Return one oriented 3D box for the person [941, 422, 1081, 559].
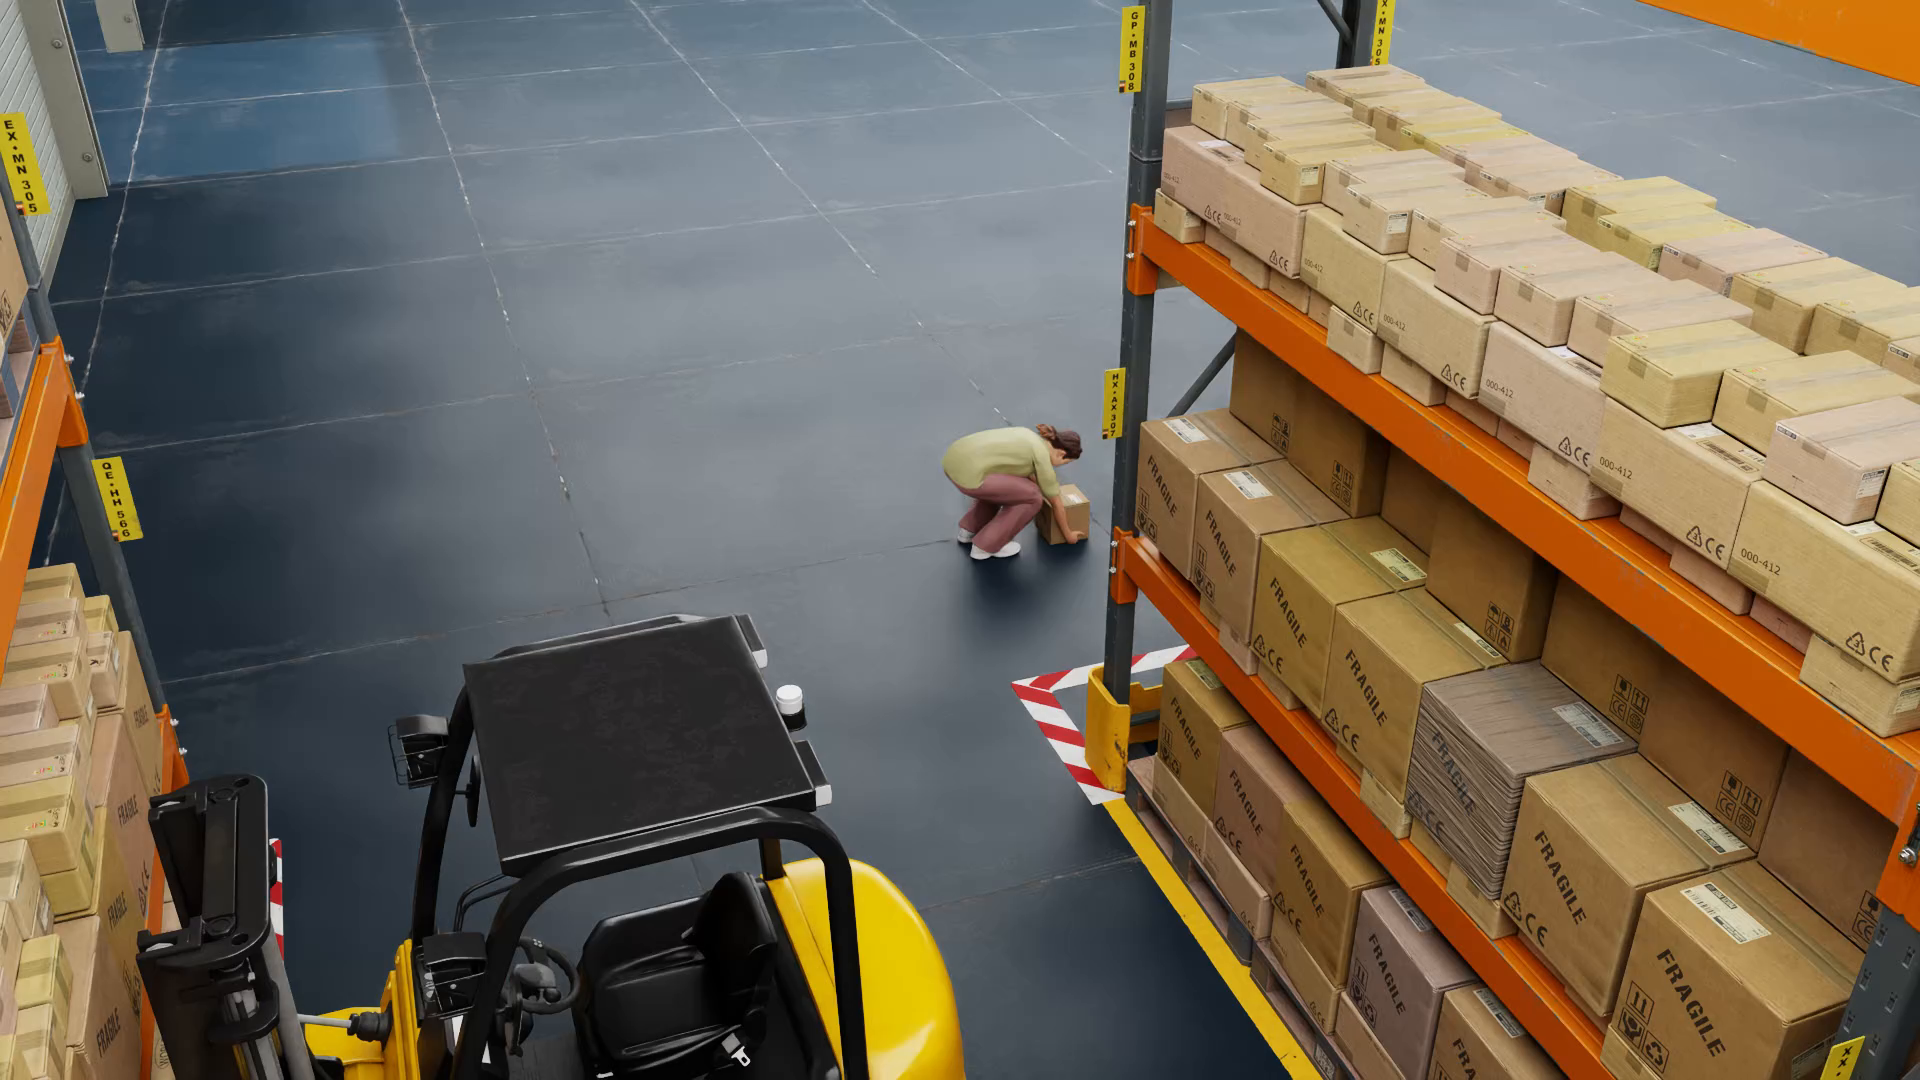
[{"bbox_3d":[0.313,-0.310,9.832,0.866,0.772,0.468,-11,32,-19],"label":"person"}]
